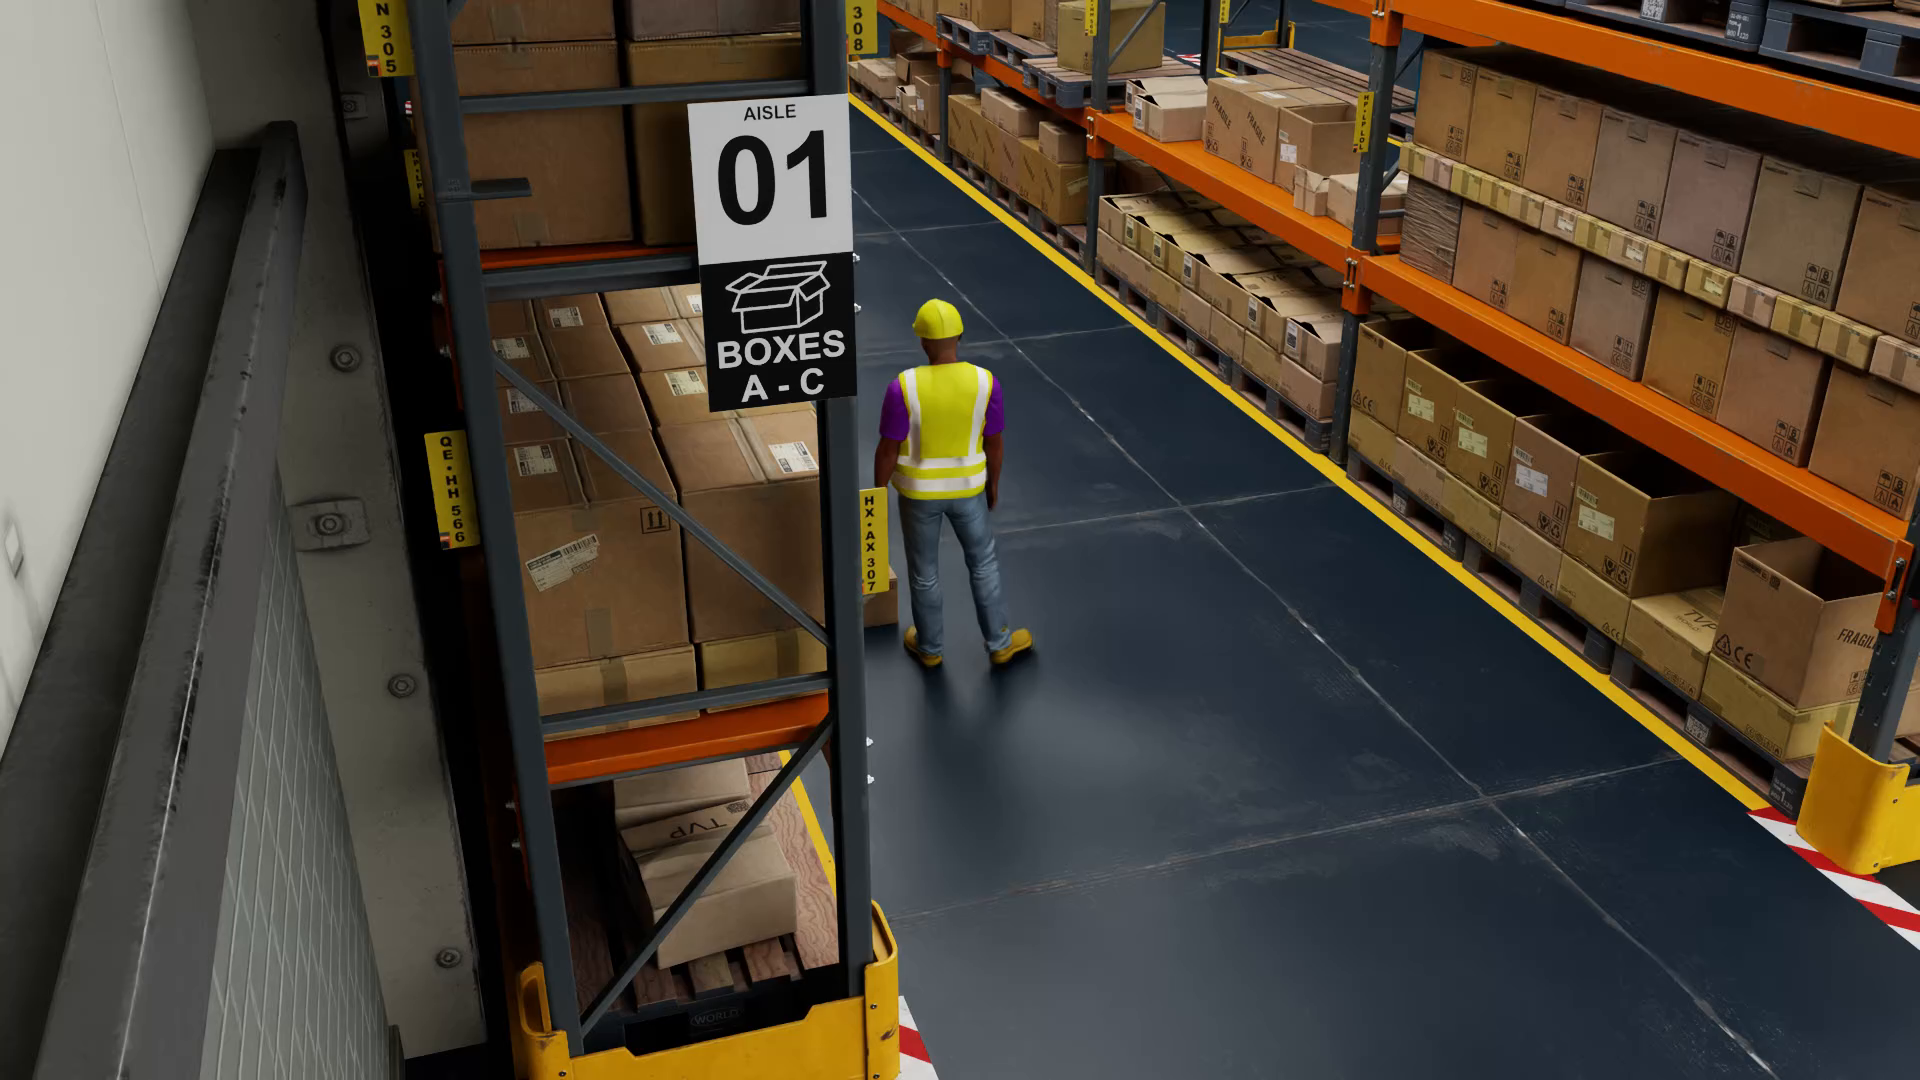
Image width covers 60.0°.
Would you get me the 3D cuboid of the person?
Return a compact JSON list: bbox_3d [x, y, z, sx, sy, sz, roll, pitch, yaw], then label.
[{"bbox_3d":[-0.035,-0.251,7.576,0.765,1.769,0.397,-5,27,-10],"label":"person"}]
